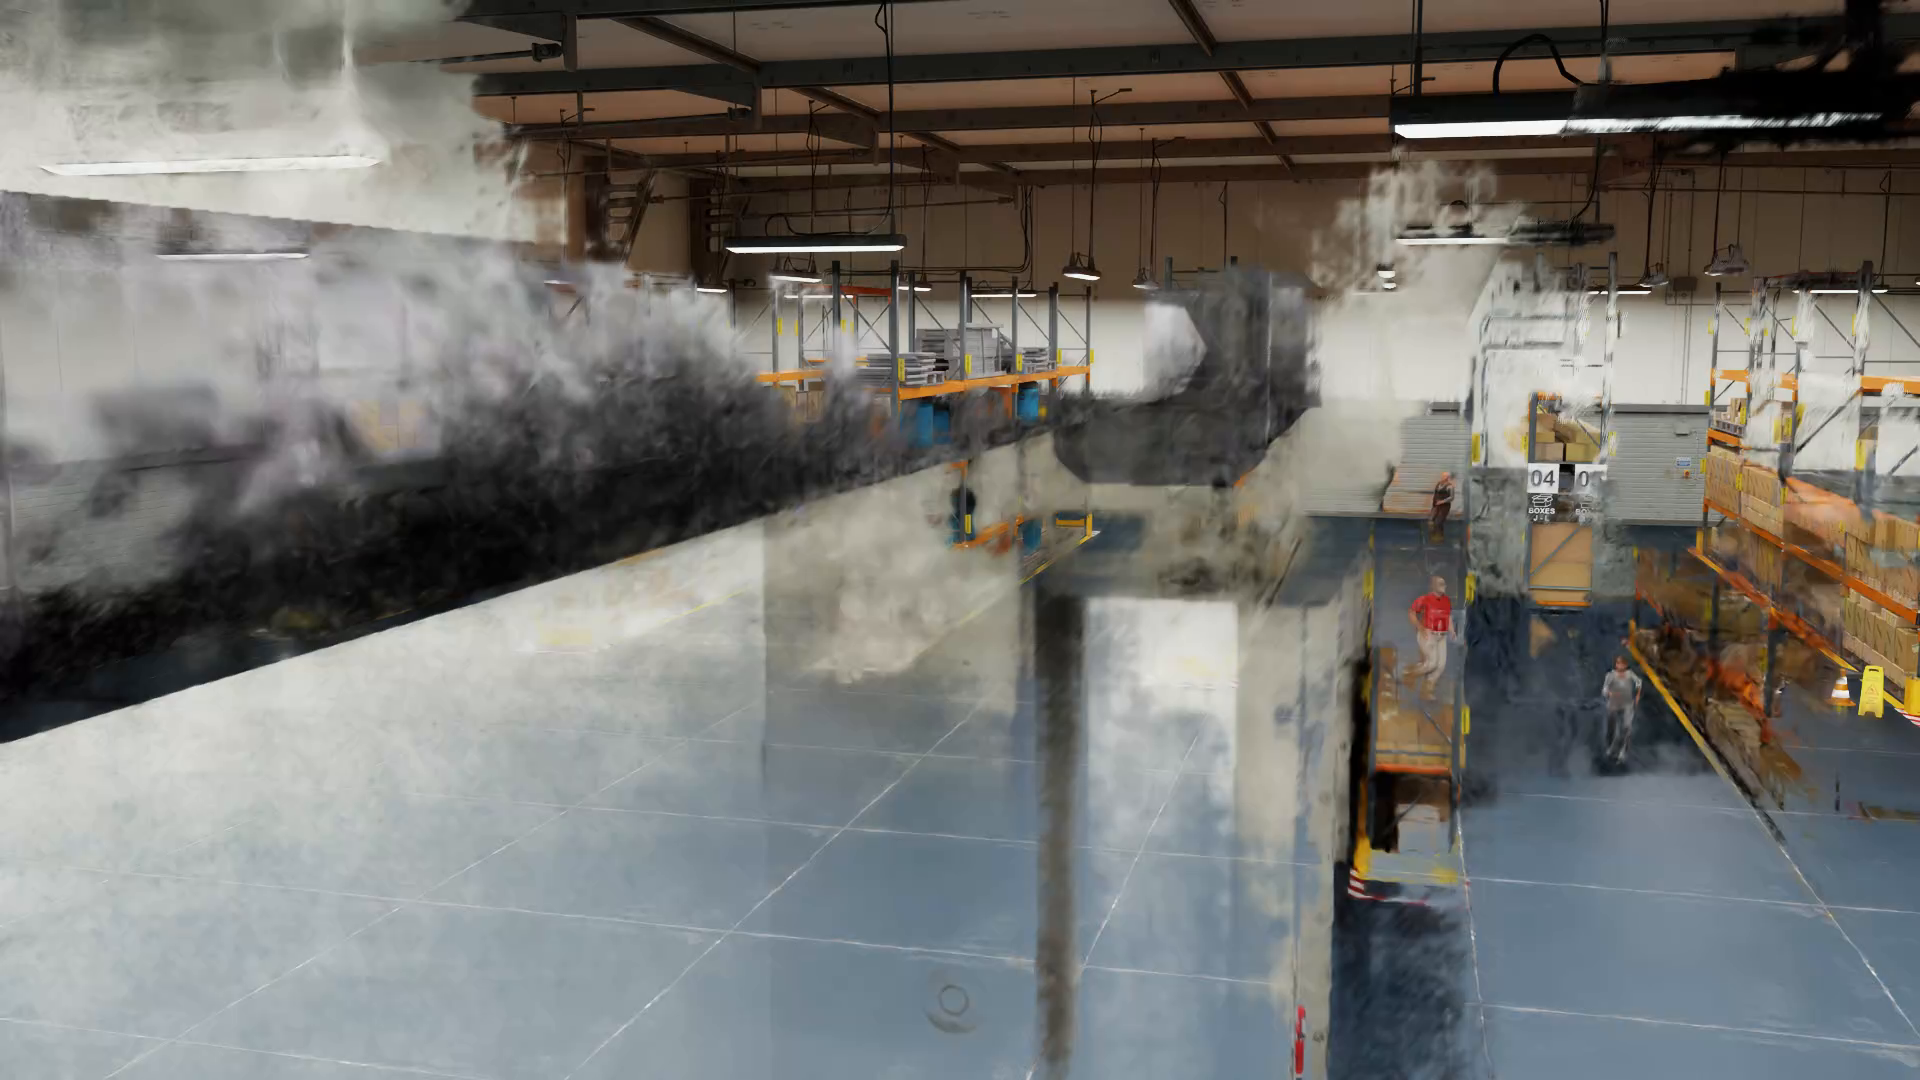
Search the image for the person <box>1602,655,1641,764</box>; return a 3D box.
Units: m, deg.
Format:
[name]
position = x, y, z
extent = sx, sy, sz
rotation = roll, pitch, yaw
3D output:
[person]
position = -6.514, 0.030, 32.955
extent = 0.543, 1.589, 0.813
rotation = 2, 8, 18
